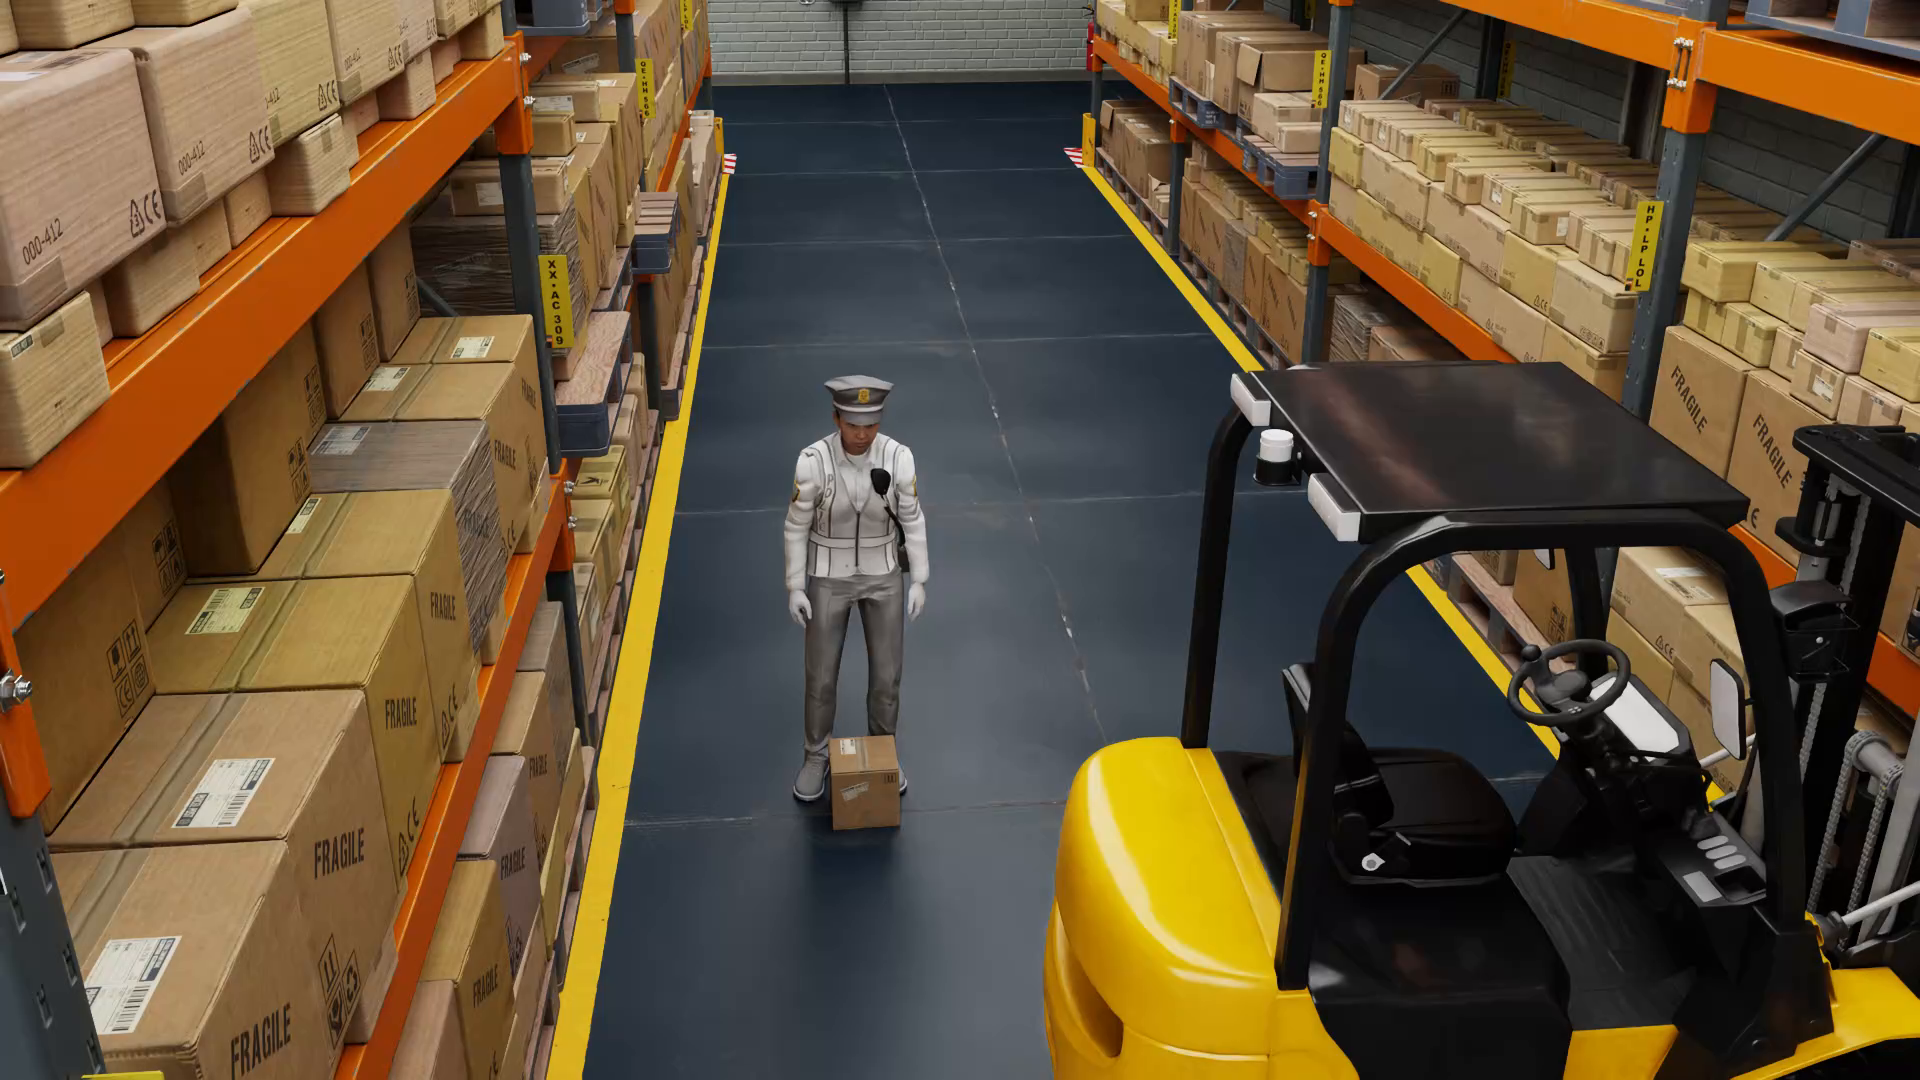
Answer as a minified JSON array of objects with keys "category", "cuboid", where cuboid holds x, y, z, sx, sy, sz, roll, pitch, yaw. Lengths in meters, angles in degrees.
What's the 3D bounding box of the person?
[{"category":"person","cuboid":[-0.385,0.170,6.208,0.547,1.667,0.369,-3,24,-8]}]
